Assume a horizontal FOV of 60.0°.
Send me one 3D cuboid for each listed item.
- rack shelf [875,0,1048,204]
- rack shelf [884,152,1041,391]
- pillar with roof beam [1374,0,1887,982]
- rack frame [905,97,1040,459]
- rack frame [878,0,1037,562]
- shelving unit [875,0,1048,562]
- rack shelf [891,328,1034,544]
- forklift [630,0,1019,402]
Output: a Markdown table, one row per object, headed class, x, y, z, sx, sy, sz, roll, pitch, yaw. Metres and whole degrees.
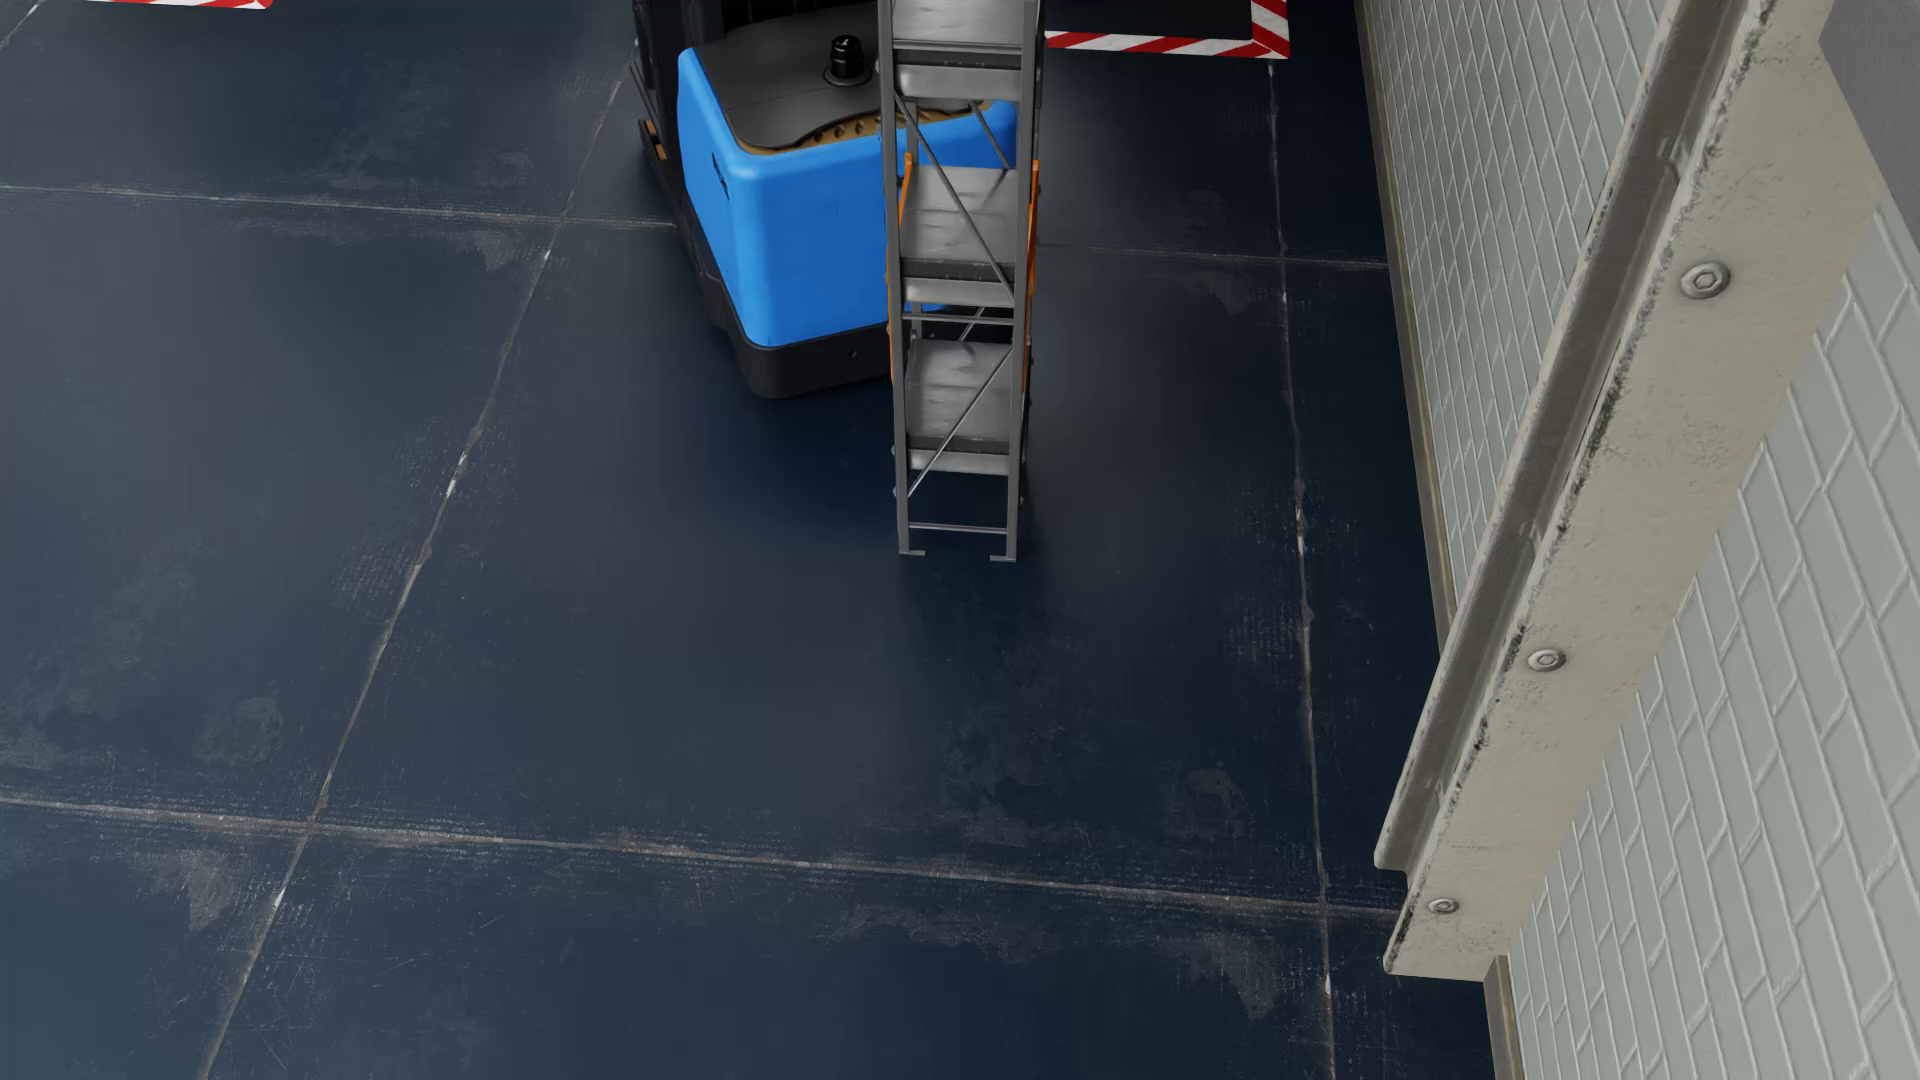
| class | x | y | z | sx | sy | sz | roll | pitch | yaw |
| --- | --- | --- | --- | --- | --- | --- | --- | --- | --- |
| rack shelf | 0.015 | -1.294 | 4.580 | 0.431 | 0.518 | 0.480 | 4 | 48 | 4 |
| rack shelf | 0.015 | -0.821 | 5.097 | 0.431 | 0.518 | 0.480 | 4 | 48 | 4 |
| pillar with roof beam | -2.930 | -2.252 | 1.712 | 9.100 | 9.000 | 0.400 | 4 | 48 | 4 |
| rack frame | 0.037 | -1.010 | 5.250 | 0.400 | 2.100 | 0.015 | 4 | 48 | 4 |
| rack frame | -0.007 | -0.651 | 4.922 | 0.400 | 2.100 | 0.015 | 4 | 48 | 4 |
| shelving unit | 0.015 | -0.830 | 5.086 | 0.431 | 2.100 | 0.503 | 4 | 48 | 4 |
| rack shelf | 0.015 | -0.349 | 5.613 | 0.431 | 0.518 | 0.480 | 4 | 48 | 4 |
| forklift | -0.753 | -2.609 | 6.150 | 1.130 | 2.935 | 3.031 | -15 | 49 | -13 |
